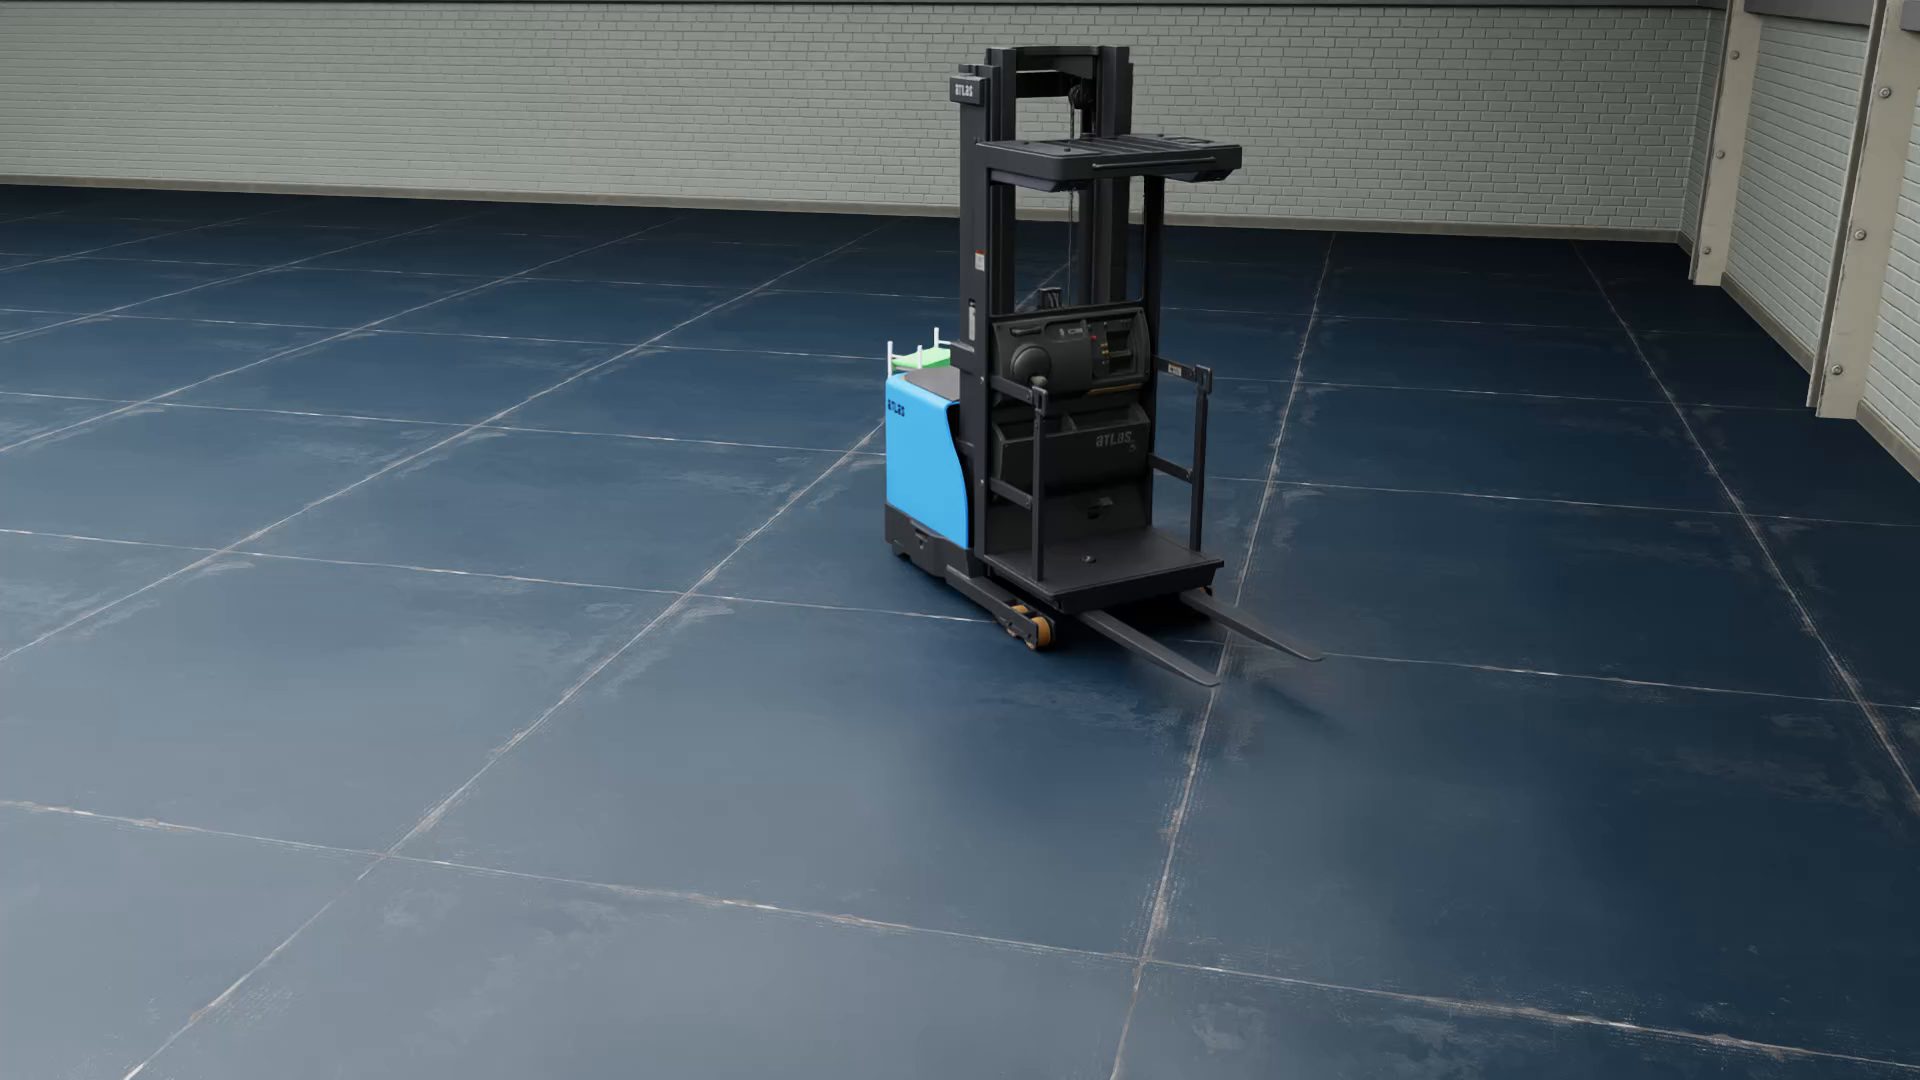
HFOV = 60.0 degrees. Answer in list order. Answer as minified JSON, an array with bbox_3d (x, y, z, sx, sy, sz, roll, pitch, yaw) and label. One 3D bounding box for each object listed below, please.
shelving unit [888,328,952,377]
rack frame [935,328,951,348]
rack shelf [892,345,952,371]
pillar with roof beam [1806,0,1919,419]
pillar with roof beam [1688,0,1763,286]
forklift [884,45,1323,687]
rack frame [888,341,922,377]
[{"bbox_3d":[-0.190,-0.665,10.277,0.258,1.200,0.503,12,22,32],"label":"shelving unit"},{"bbox_3d":[-0.053,-0.730,10.468,0.240,1.200,0.015,12,22,32],"label":"rack frame"},{"bbox_3d":[-0.190,-1.058,10.143,0.258,0.148,0.480,12,22,32],"label":"rack shelf"},{"bbox_3d":[2.726,-5.610,12.690,9.100,9.000,0.400,5,19,13],"label":"pillar with roof beam"},{"bbox_3d":[4.192,-7.491,18.196,9.100,9.000,0.400,5,19,13],"label":"pillar with roof beam"},{"bbox_3d":[0.699,-0.993,8.560,1.130,2.935,3.031,-10,21,-27],"label":"forklift"},{"bbox_3d":[-0.327,-0.599,10.086,0.240,1.200,0.015,12,22,32],"label":"rack frame"}]
